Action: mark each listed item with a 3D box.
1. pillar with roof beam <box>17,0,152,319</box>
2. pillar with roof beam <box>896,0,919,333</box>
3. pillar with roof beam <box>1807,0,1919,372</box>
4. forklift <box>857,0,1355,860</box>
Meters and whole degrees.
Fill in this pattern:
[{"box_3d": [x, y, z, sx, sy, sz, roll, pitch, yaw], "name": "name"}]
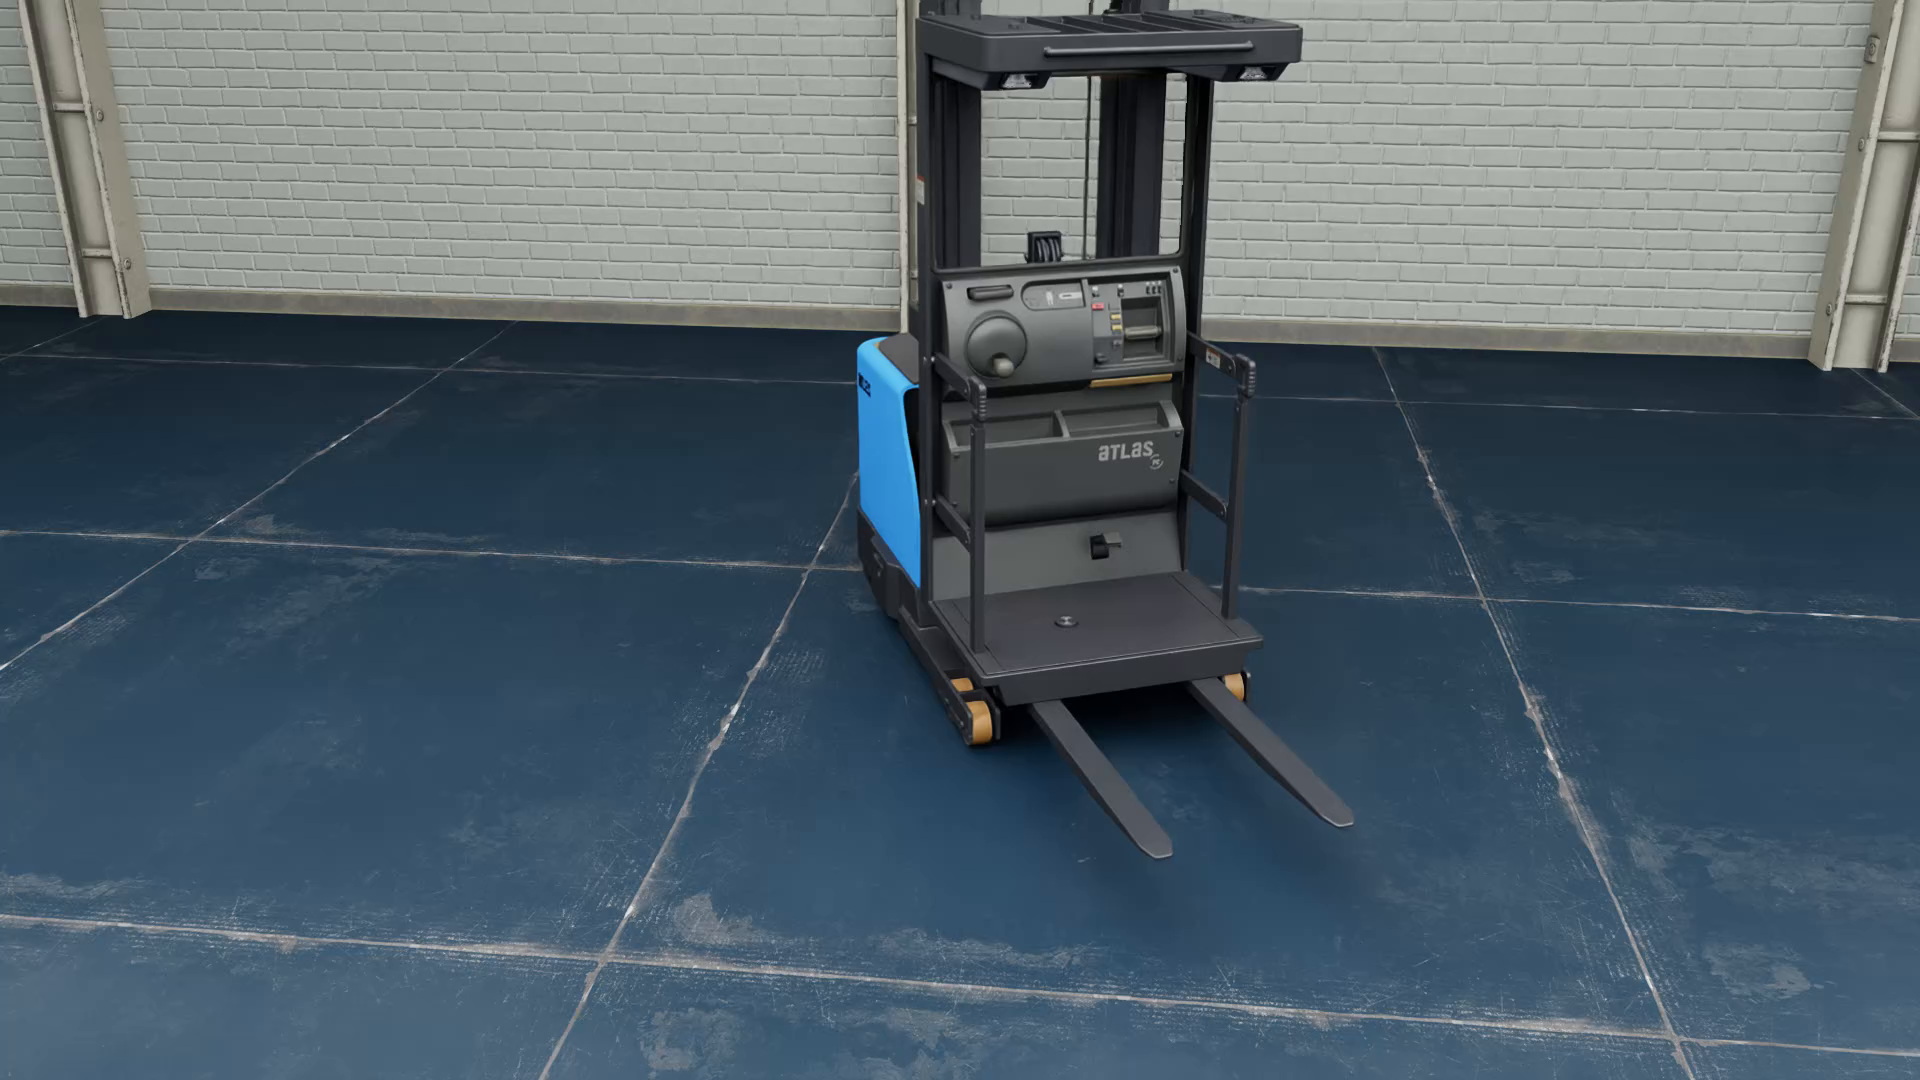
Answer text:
[{"box_3d": [-6.658, -4.272, 6.506, 0.400, 9.000, 9.100, 2, 22, 6], "name": "pillar with roof beam"}, {"box_3d": [-0.700, -4.013, 5.850, 0.400, 9.000, 9.100, 2, 22, 6], "name": "pillar with roof beam"}, {"box_3d": [5.259, -3.753, 5.193, 0.400, 9.000, 9.100, 2, 22, 6], "name": "pillar with roof beam"}, {"box_3d": [0.455, -0.778, 5.921, 1.130, 2.935, 3.031, -6, 22, -16], "name": "forklift"}]
